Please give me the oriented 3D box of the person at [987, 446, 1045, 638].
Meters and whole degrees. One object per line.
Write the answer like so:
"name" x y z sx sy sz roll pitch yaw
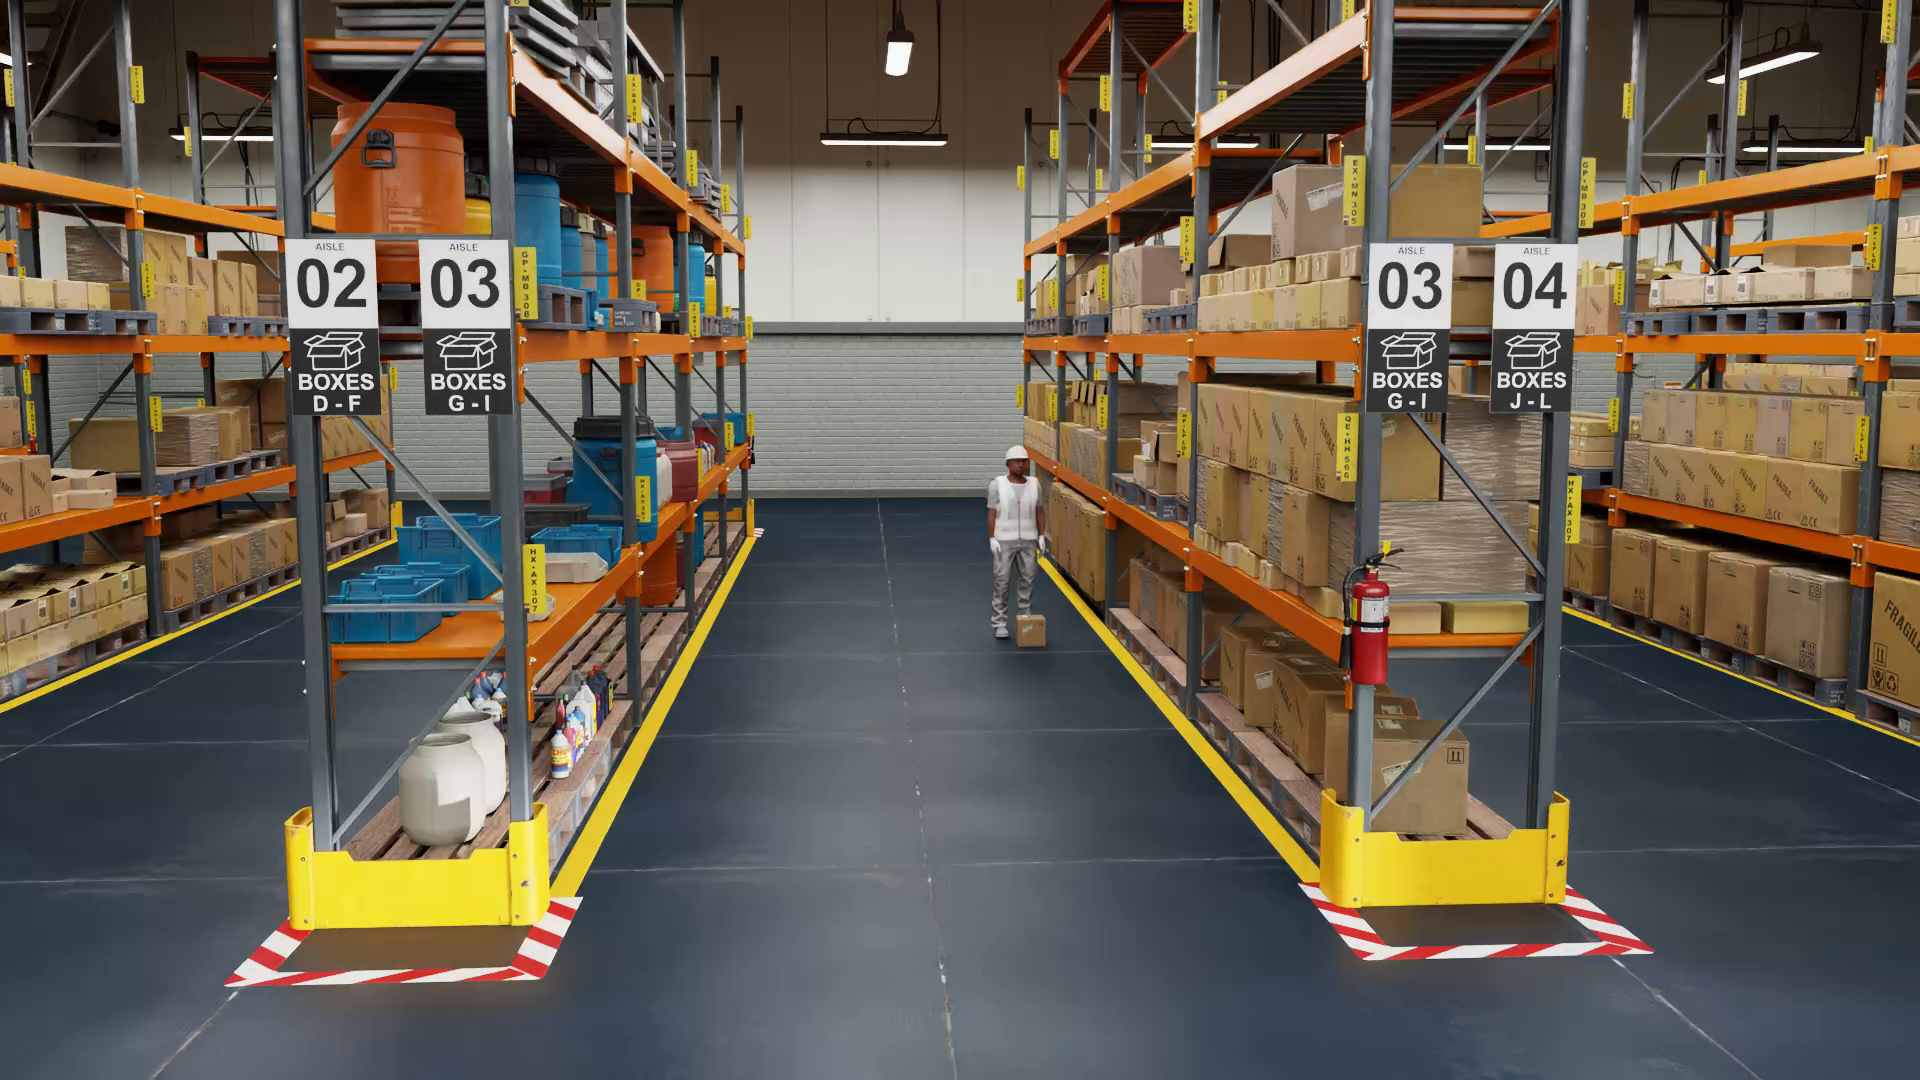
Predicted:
"person" 0.532 0.013 15.530 0.548 1.785 0.357 -2 7 -14
